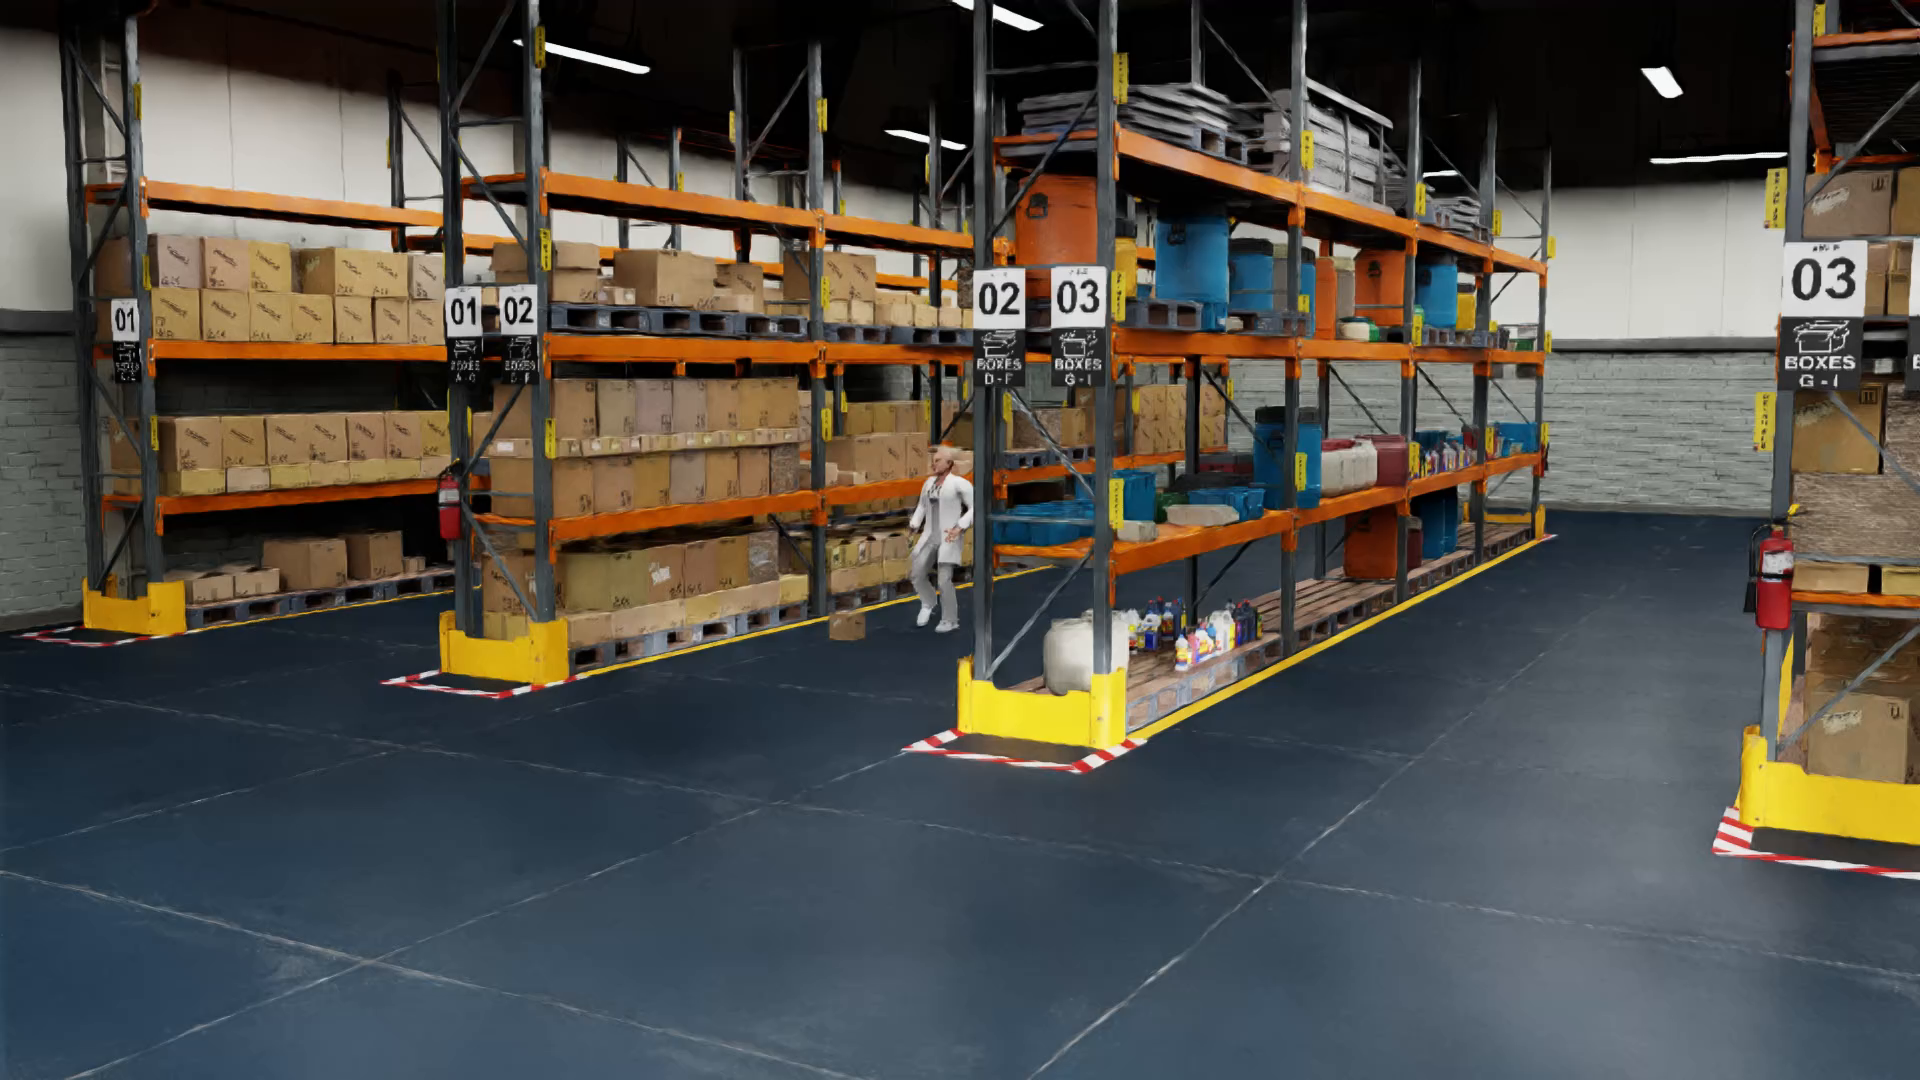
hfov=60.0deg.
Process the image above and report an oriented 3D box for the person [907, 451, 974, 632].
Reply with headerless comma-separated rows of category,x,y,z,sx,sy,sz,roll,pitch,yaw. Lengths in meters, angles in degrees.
person,-0.186,0.012,16.110,0.786,1.749,0.519,3,7,29
